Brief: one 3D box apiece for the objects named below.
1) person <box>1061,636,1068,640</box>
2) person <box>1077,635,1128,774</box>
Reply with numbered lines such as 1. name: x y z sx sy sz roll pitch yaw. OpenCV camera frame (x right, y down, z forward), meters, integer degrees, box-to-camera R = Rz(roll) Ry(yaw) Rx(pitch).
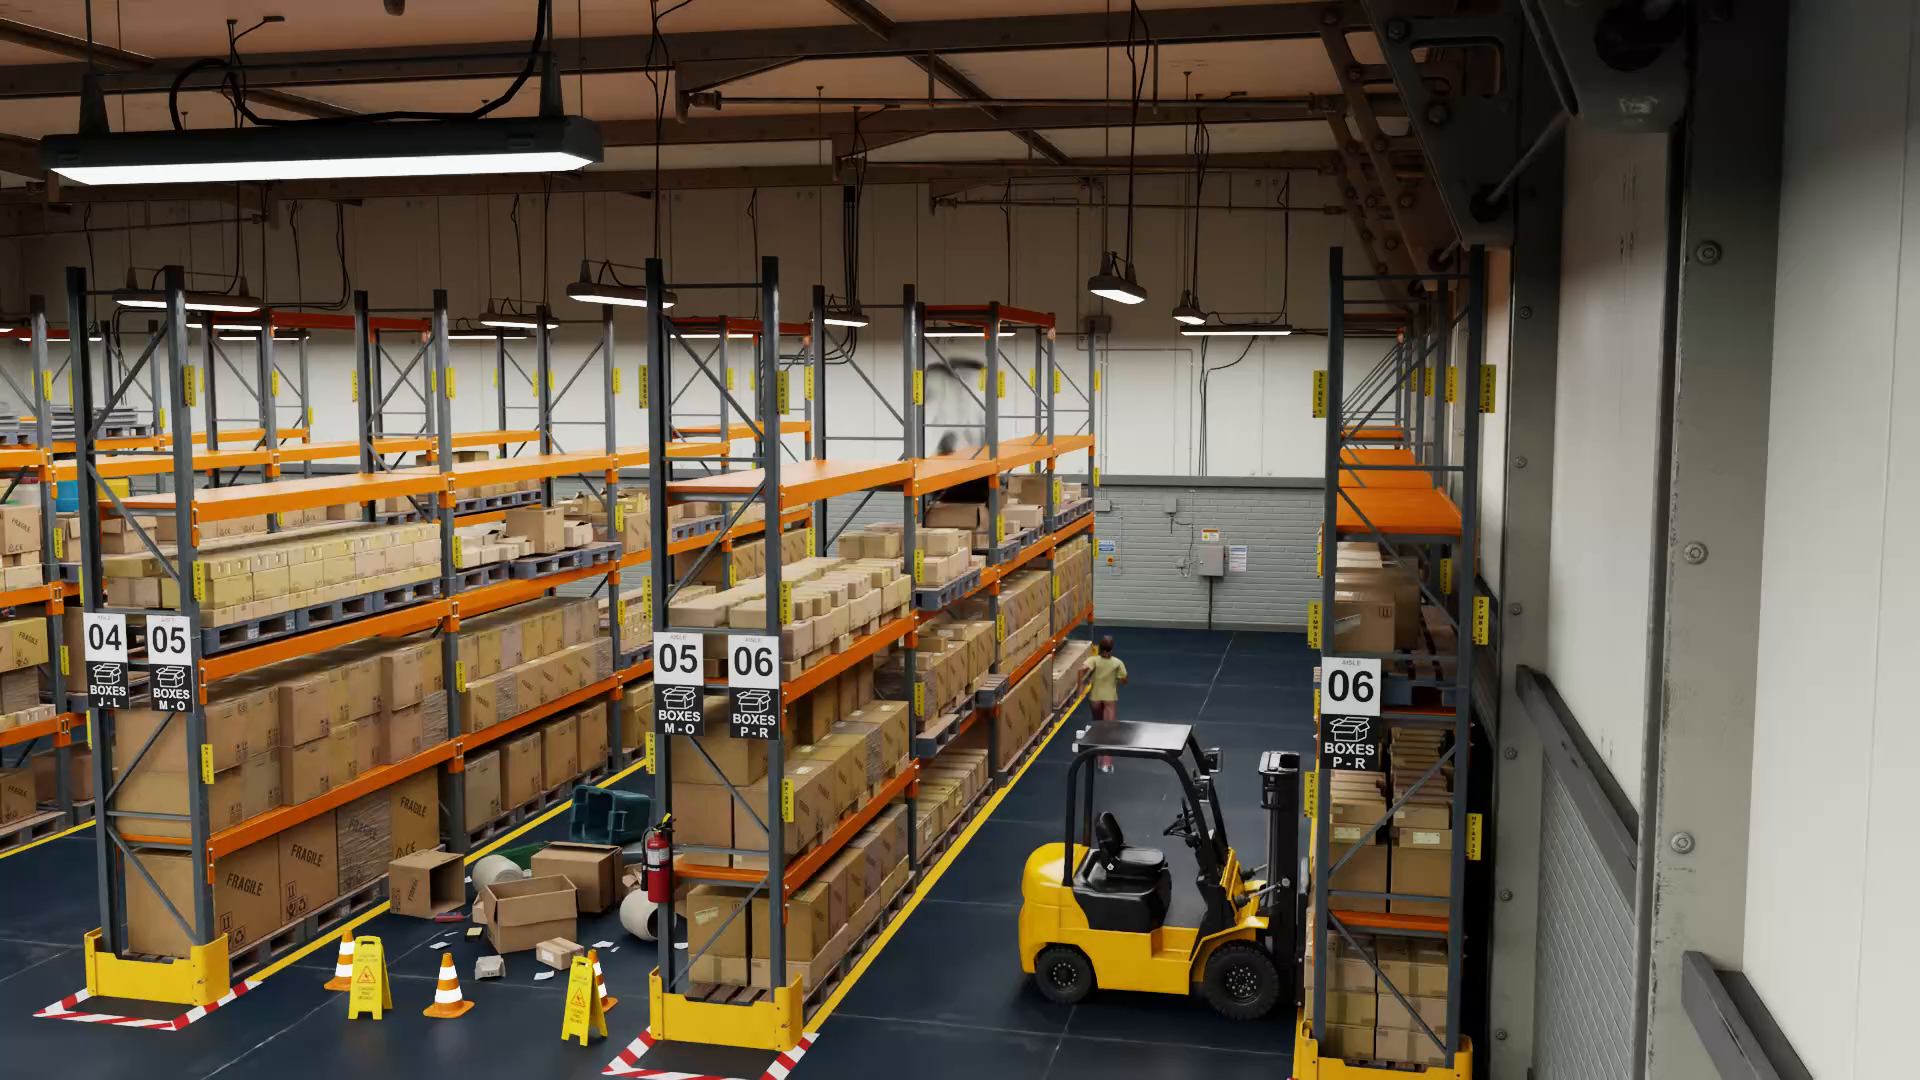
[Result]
1. person: 1.696 1.308 29.802 0.763 1.641 0.643 1 6 10
2. person: 1.734 2.029 20.165 0.580 1.751 0.809 1 6 14
